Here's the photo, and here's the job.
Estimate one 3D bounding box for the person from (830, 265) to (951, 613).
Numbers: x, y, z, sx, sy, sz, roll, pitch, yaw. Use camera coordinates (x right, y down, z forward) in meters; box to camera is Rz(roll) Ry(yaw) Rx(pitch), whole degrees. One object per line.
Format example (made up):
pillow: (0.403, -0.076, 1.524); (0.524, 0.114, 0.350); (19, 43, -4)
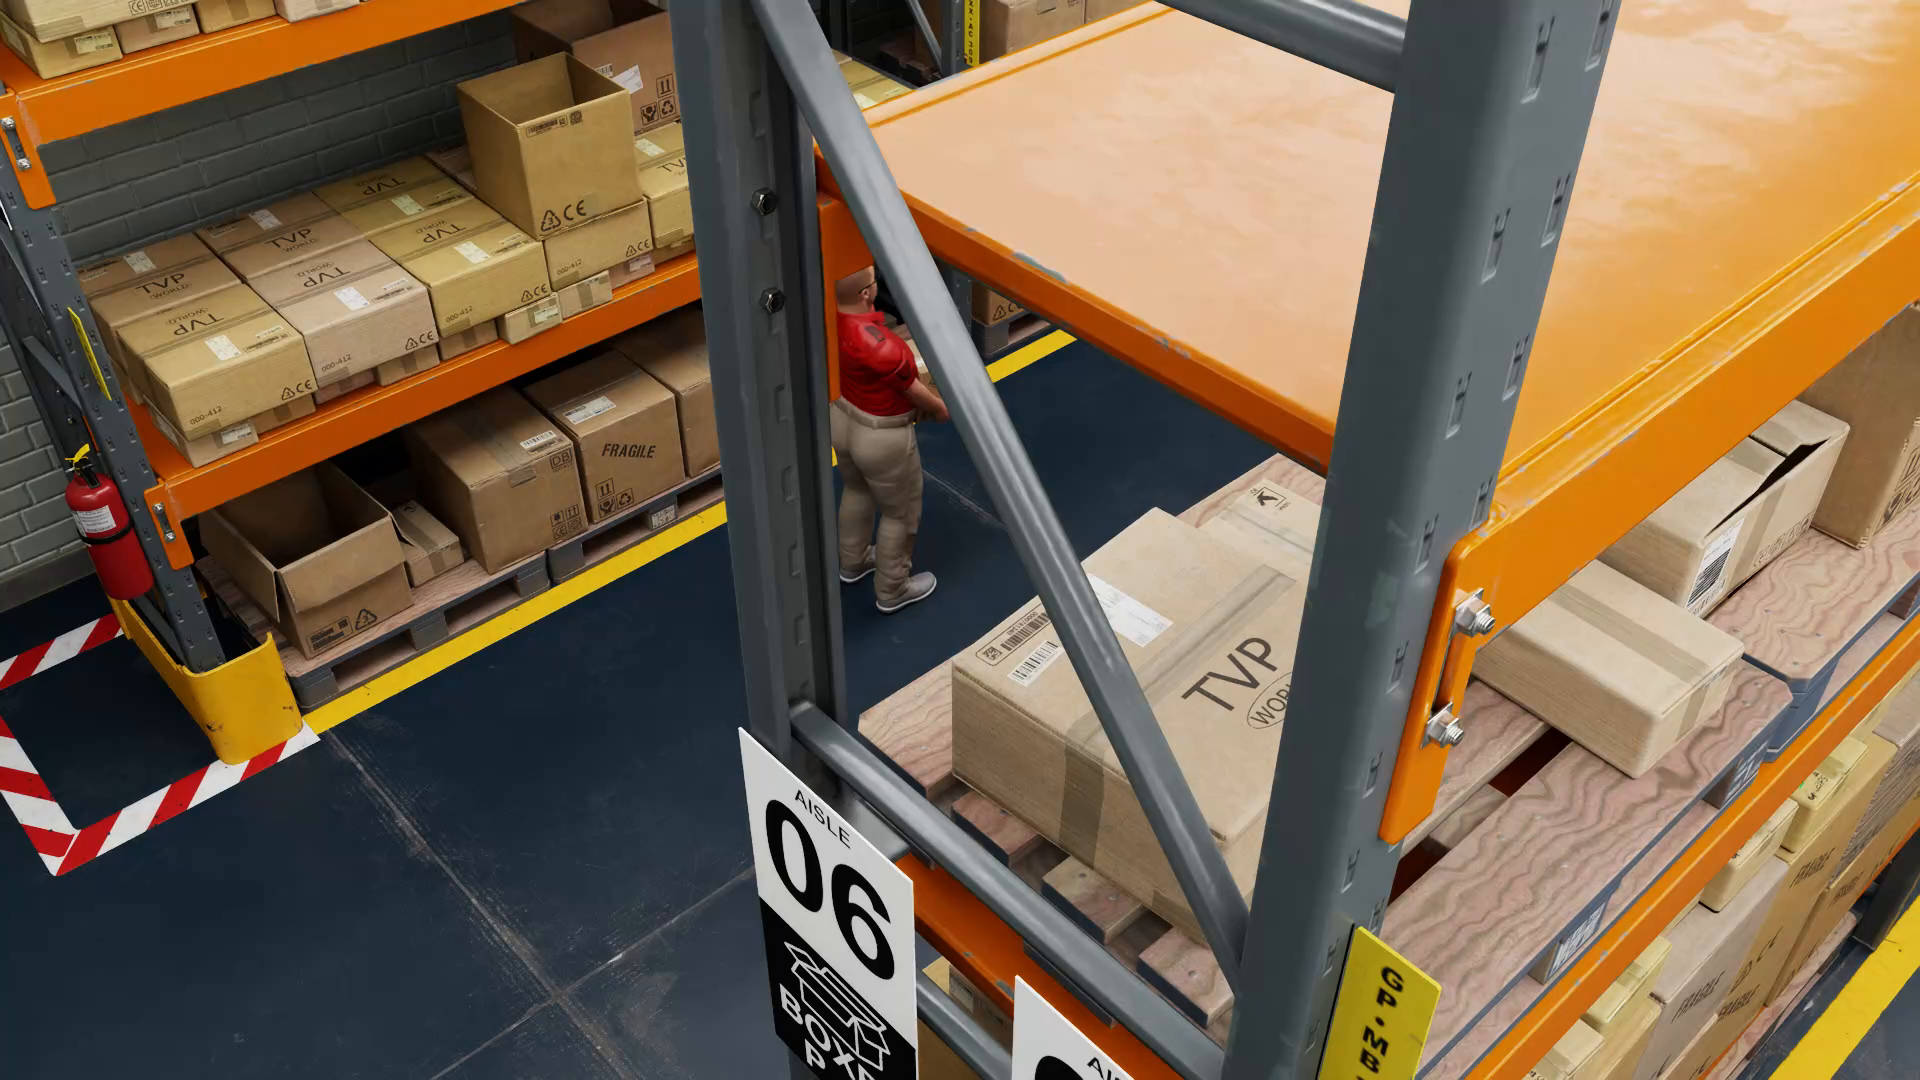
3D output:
person: (-0.304, -0.501, 7.111); (0.530, 1.715, 0.495); (-29, 48, -31)
